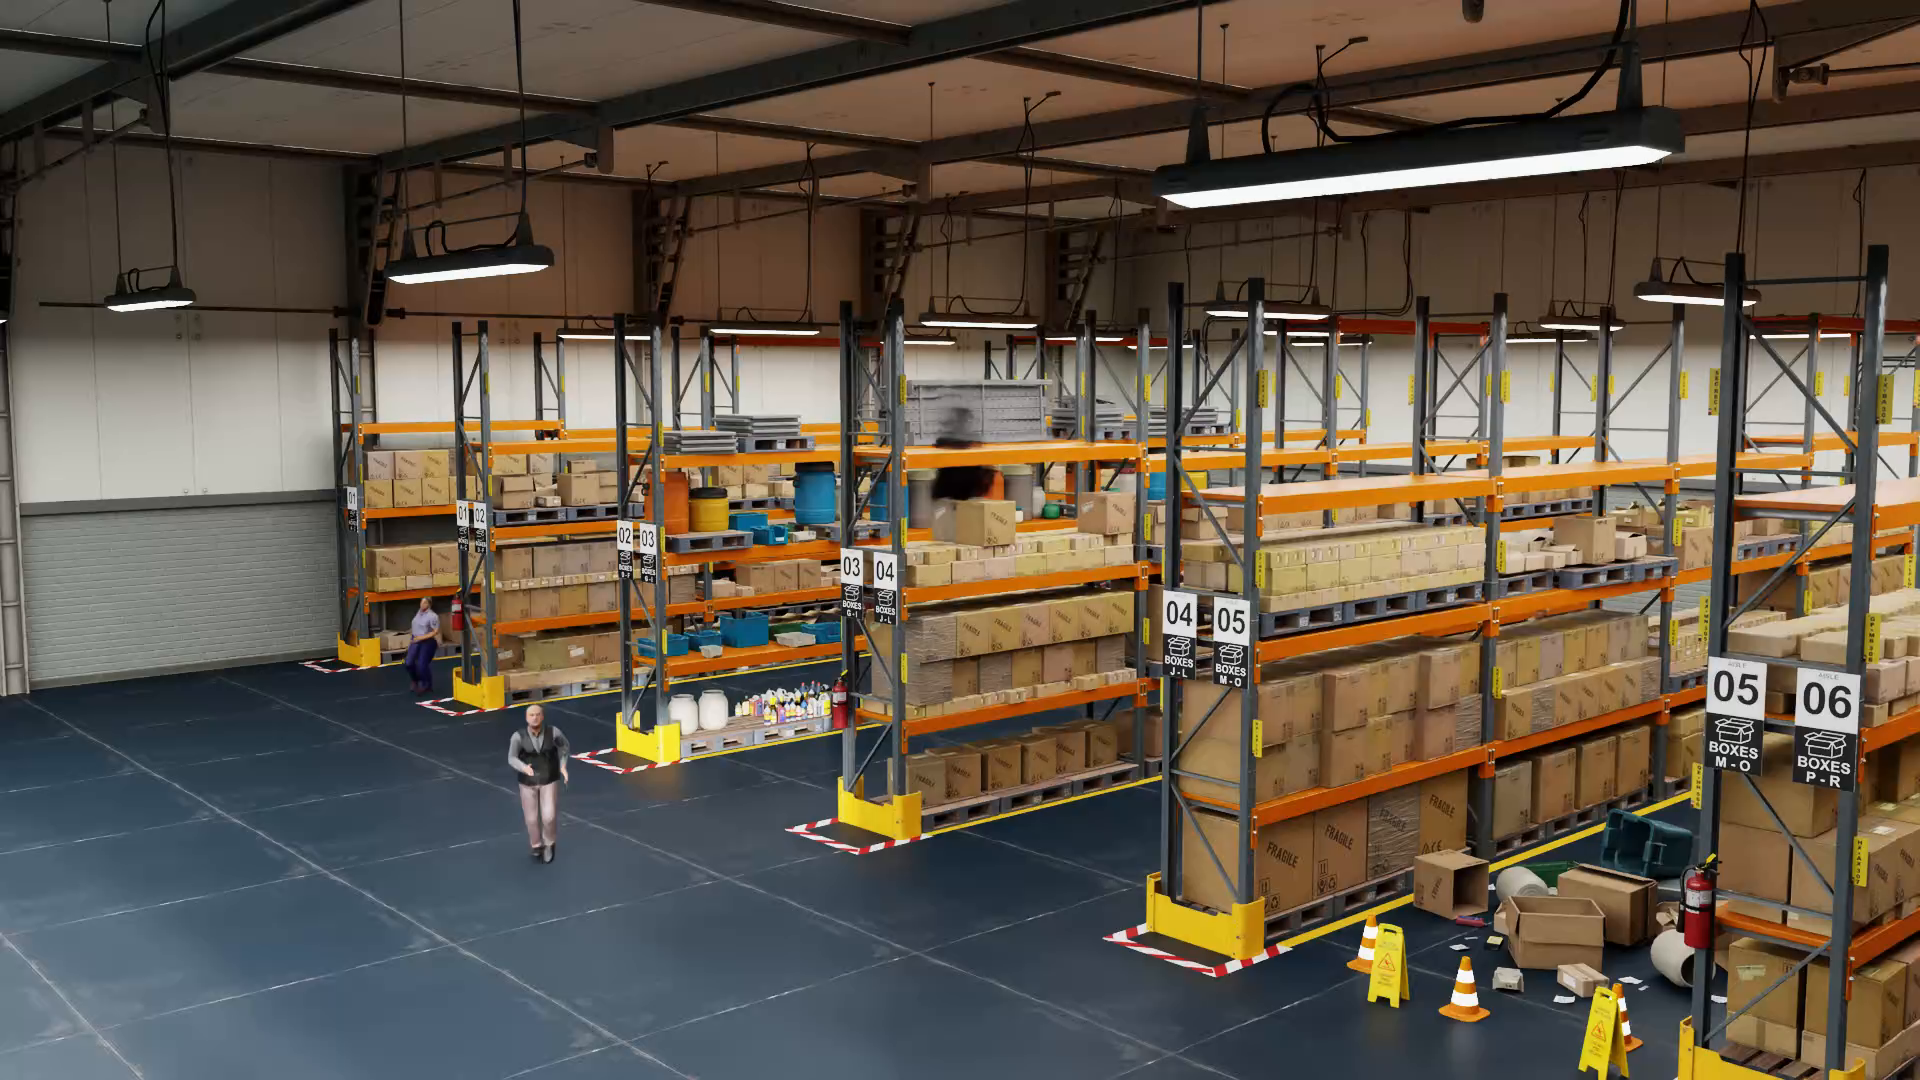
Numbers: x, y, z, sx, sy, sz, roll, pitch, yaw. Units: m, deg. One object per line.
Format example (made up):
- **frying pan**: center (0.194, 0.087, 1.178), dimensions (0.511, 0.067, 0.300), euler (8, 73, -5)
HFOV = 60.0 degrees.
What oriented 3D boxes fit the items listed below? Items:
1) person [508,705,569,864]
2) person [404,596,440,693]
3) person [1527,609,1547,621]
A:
- **person**: center (-4.443, 2.582, 17.553), dimensions (0.625, 1.707, 0.768), euler (-1, 6, -12)
- **person**: center (-8.727, 1.703, 26.994), dimensions (0.648, 1.609, 0.551), euler (2, 6, 22)
- **person**: center (8.641, 1.817, 25.018), dimensions (0.660, 1.795, 0.660), euler (5, 8, 44)
